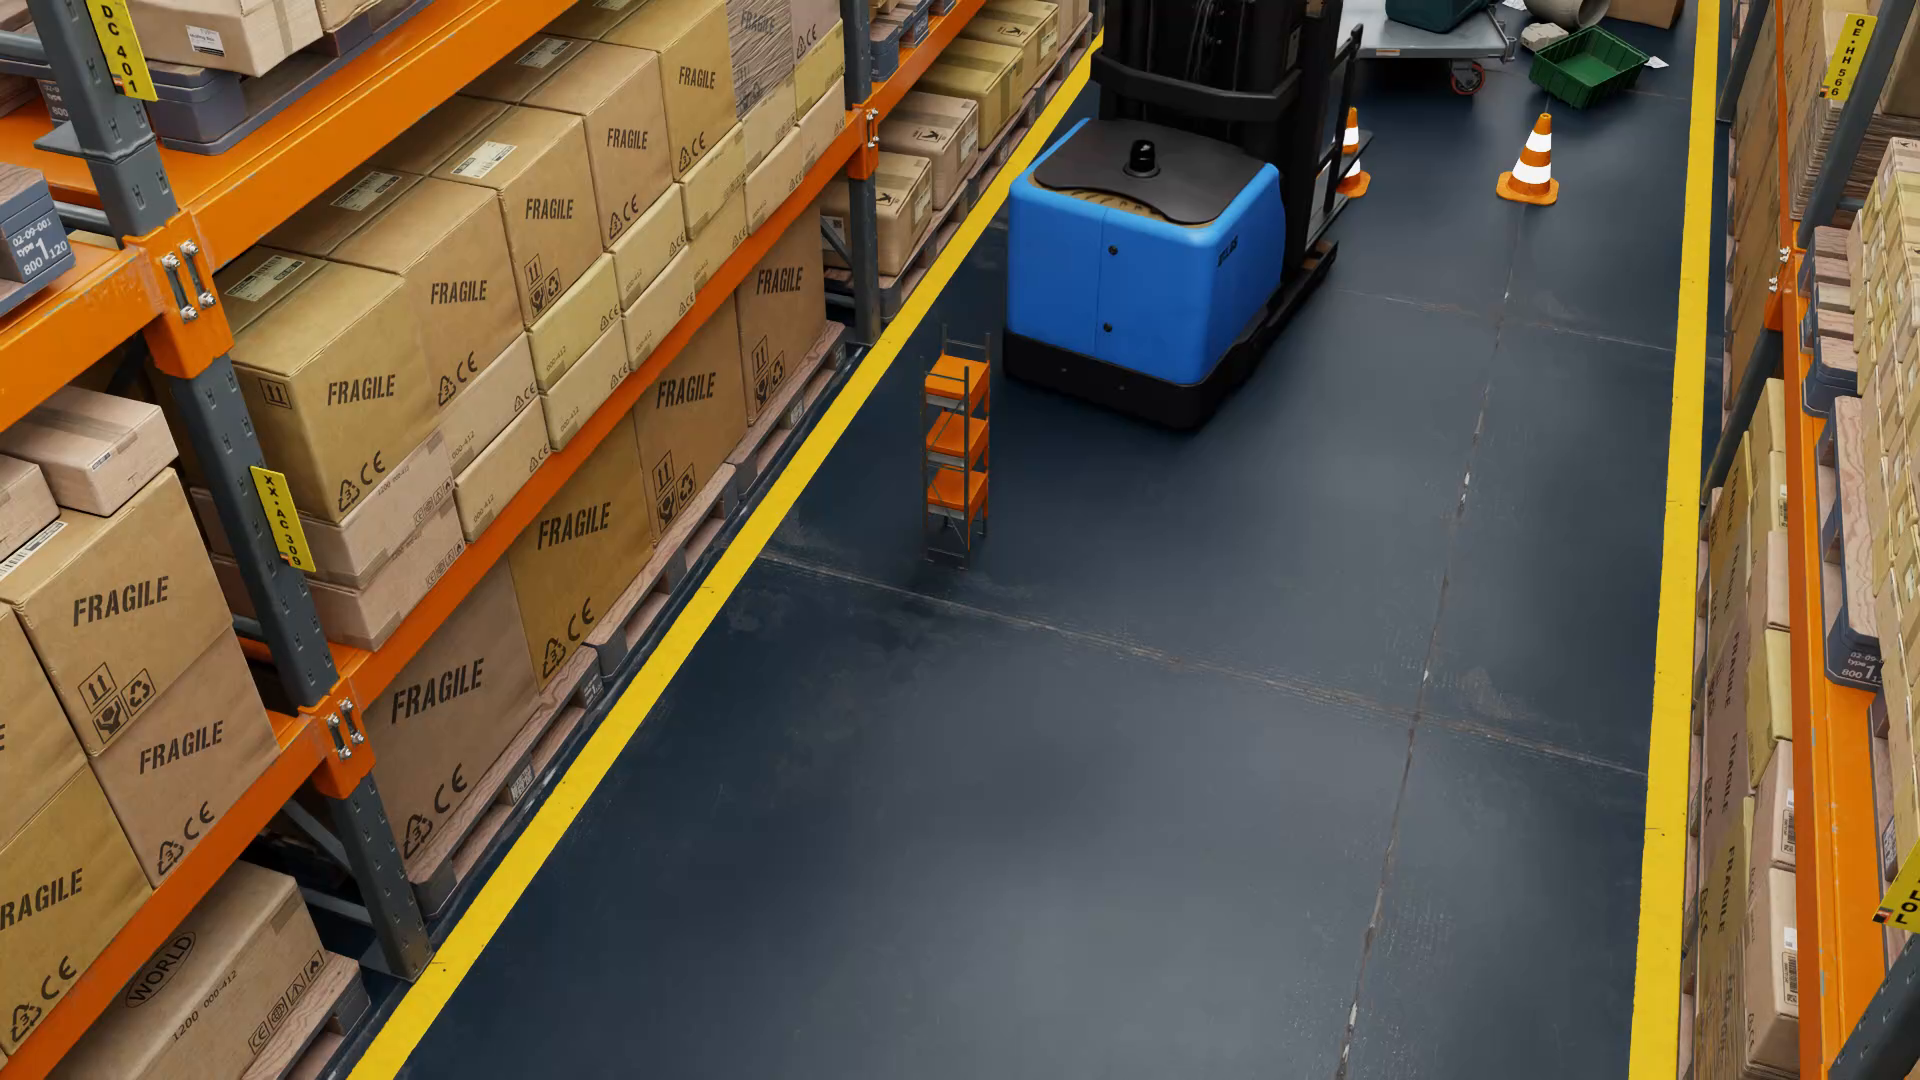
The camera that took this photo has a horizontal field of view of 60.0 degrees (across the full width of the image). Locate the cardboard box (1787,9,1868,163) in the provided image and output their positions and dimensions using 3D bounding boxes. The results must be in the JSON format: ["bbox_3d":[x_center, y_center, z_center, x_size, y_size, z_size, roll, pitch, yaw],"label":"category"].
[{"bbox_3d":[3.869,-1.892,7.080,0.500,0.500,0.500,13,42,15],"label":"cardboard box"}]

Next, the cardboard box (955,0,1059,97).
[{"bbox_3d":[0.057,-3.093,10.265,0.950,0.372,0.625,16,43,18],"label":"cardboard box"}]

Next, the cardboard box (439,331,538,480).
[{"bbox_3d":[-1.692,-0.476,5.228,0.500,0.250,0.500,14,42,16],"label":"cardboard box"}]

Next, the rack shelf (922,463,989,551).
[{"bbox_3d":[-0.018,-0.147,7.058,0.215,0.259,0.240,13,42,15],"label":"rack shelf"}]

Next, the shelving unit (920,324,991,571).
[{"bbox_3d":[-0.018,-0.367,6.871,0.215,1.050,0.252,13,42,15],"label":"shelving unit"}]

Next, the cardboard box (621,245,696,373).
[{"bbox_3d":[-1.315,-0.894,6.102,0.500,0.250,0.500,13,42,14],"label":"cardboard box"}]

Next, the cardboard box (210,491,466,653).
[{"bbox_3d":[-1.861,0.034,5.014,0.500,0.250,0.500,12,42,14],"label":"cardboard box"}]

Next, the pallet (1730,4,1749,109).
[{"bbox_3d":[5.496,-3.041,10.652,1.003,0.211,1.213,13,42,15],"label":"pallet"}]

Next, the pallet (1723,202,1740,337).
[{"bbox_3d":[4.554,-1.361,8.682,1.003,0.211,1.213,13,42,15],"label":"pallet"}]

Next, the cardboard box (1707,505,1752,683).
[{"bbox_3d":[3.145,0.258,6.239,0.500,0.500,0.500,14,42,16],"label":"cardboard box"}]

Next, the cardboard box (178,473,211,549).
[{"bbox_3d":[-2.337,-0.269,4.985,0.500,0.250,0.500,13,42,15],"label":"cardboard box"}]

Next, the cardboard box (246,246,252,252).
[{"bbox_3d":[-2.172,-0.877,5.119,0.500,0.500,0.500,14,42,16],"label":"cardboard box"}]

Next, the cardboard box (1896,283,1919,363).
[{"bbox_3d":[3.096,-0.627,5.086,0.380,0.149,0.250,15,43,17],"label":"cardboard box"}]

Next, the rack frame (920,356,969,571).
[{"bbox_3d":[-0.060,-0.292,6.784,0.200,1.050,0.008,13,42,15],"label":"rack frame"}]

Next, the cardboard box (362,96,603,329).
[{"bbox_3d":[-1.517,-1.058,5.332,0.500,0.500,0.500,12,42,14],"label":"cardboard box"}]

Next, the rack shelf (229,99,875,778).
[{"bbox_3d":[-1.575,-0.759,6.383,1.077,0.370,4.000,13,42,15],"label":"rack shelf"}]

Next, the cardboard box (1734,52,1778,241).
[{"bbox_3d":[4.702,-1.973,8.662,1.050,0.750,0.750,13,42,15],"label":"cardboard box"}]

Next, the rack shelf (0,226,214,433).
[{"bbox_3d":[-2.943,0.539,2.550,1.077,0.370,4.000,13,42,15],"label":"rack shelf"}]

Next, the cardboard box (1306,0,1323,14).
[{"bbox_3d":[2.160,-3.653,10.563,0.500,0.500,0.500,13,42,15],"label":"cardboard box"}]

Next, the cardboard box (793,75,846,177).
[{"bbox_3d":[-0.820,-1.830,7.199,0.500,0.250,0.500,12,42,14],"label":"cardboard box"}]

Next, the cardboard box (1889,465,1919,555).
[{"bbox_3d":[2.825,-0.045,4.632,0.380,0.149,0.250,13,42,15],"label":"cardboard box"}]

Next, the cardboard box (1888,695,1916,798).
[{"bbox_3d":[2.552,0.563,4.149,0.380,0.149,0.250,13,42,15],"label":"cardboard box"}]

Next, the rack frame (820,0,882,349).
[{"bbox_3d":[-0.891,-2.253,7.579,1.000,3.000,0.127,13,42,15],"label":"rack frame"}]

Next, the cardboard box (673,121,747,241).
[{"bbox_3d":[-1.146,-1.404,6.315,0.500,0.250,0.500,12,42,14],"label":"cardboard box"}]

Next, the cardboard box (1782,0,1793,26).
[{"bbox_3d":[4.385,-2.820,8.167,0.500,0.500,0.500,13,42,15],"label":"cardboard box"}]

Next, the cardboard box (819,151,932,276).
[{"bbox_3d":[-0.689,-1.755,8.697,0.950,0.372,0.625,11,42,12],"label":"cardboard box"}]

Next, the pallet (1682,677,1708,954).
[{"bbox_3d":[3.108,1.063,5.842,1.003,0.211,1.213,13,42,15],"label":"pallet"}]

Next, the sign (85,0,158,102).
[{"bbox_3d":[-1.737,-1.059,3.410,0.100,0.325,0.005,13,42,15],"label":"sign"}]

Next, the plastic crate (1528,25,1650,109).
[{"bbox_3d":[3.991,-3.004,10.583,0.662,0.188,0.450,-29,58,-29],"label":"plastic crate"}]

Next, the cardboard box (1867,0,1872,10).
[{"bbox_3d":[4.303,-2.528,7.055,0.700,0.500,0.500,13,42,14],"label":"cardboard box"}]

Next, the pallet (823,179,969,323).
[{"bbox_3d":[-0.623,-1.668,9.043,1.003,0.211,1.213,13,42,15],"label":"pallet"}]

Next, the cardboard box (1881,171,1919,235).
[{"bbox_3d":[3.365,-1.103,5.643,0.380,0.149,0.250,12,42,14],"label":"cardboard box"}]

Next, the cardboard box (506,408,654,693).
[{"bbox_3d":[-1.821,-0.113,6.385,0.875,0.875,0.875,14,43,16],"label":"cardboard box"}]

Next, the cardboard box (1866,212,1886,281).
[{"bbox_3d":[3.350,-0.977,5.725,0.380,0.149,0.250,15,43,17],"label":"cardboard box"}]

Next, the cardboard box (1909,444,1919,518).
[{"bbox_3d":[2.827,-0.150,4.526,0.380,0.149,0.250,11,42,13],"label":"cardboard box"}]

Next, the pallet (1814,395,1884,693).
[{"bbox_3d":[3.157,0.074,5.000,1.003,0.211,1.213,13,42,15],"label":"pallet"}]

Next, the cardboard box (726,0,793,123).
[{"bbox_3d":[-0.990,-1.983,6.416,0.500,0.500,0.500,14,42,16],"label":"cardboard box"}]

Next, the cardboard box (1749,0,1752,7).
[{"bbox_3d":[5.748,-3.926,10.854,0.875,0.875,0.875,14,42,15],"label":"cardboard box"}]

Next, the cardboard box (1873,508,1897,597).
[{"bbox_3d":[2.819,0.078,4.717,0.380,0.149,0.250,15,43,17],"label":"cardboard box"}]

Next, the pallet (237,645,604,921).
[{"bbox_3d":[-2.066,0.760,6.196,1.003,0.211,1.213,13,42,15],"label":"pallet"}]

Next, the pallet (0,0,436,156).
[{"bbox_3d":[-1.992,-1.452,4.477,0.805,0.209,1.217,12,42,13],"label":"pallet"}]

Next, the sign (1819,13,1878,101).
[{"bbox_3d":[3.272,-1.777,6.130,0.100,0.325,0.005,13,42,15],"label":"sign"}]

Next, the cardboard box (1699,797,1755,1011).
[{"bbox_3d":[2.619,1.195,5.141,0.500,0.500,0.500,12,42,14],"label":"cardboard box"}]

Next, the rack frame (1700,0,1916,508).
[{"bbox_3d":[3.795,-1.216,6.364,1.000,3.000,0.127,13,42,15],"label":"rack frame"}]

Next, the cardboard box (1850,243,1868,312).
[{"bbox_3d":[3.360,-0.888,5.850,0.380,0.149,0.250,15,43,17],"label":"cardboard box"}]

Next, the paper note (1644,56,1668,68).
[{"bbox_3d":[4.542,-3.137,10.903,0.147,0.020,0.142,-13,42,-15],"label":"paper note"}]

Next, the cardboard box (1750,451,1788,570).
[{"bbox_3d":[3.158,-0.034,6.003,0.500,0.250,0.500,13,42,15],"label":"cardboard box"}]

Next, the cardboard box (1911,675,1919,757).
[{"bbox_3d":[2.554,0.448,4.054,0.380,0.149,0.250,15,43,17],"label":"cardboard box"}]

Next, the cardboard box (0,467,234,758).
[{"bbox_3d":[-2.161,0.118,3.954,0.500,0.500,0.500,13,42,15],"label":"cardboard box"}]

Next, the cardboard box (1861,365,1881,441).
[{"bbox_3d":[3.089,-0.396,5.273,0.380,0.149,0.250,15,43,16],"label":"cardboard box"}]

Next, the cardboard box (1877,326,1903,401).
[{"bbox_3d":[3.090,-0.508,5.175,0.380,0.149,0.250,13,42,15],"label":"cardboard box"}]

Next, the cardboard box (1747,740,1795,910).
[{"bbox_3d":[2.633,0.909,4.898,0.500,0.250,0.500,15,43,17],"label":"cardboard box"}]

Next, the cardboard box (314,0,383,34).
[{"bbox_3d":[-1.685,-1.625,4.132,0.500,0.500,0.500,13,42,14],"label":"cardboard box"}]

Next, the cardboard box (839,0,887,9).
[{"bbox_3d":[-0.520,-2.787,7.576,0.500,0.500,0.500,12,42,14],"label":"cardboard box"}]

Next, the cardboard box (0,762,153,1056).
[{"bbox_3d":[-2.348,0.803,3.920,0.500,0.500,0.500,12,42,14],"label":"cardboard box"}]

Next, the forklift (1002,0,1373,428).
[{"bbox_3d":[1.370,-2.578,8.014,1.130,2.935,3.031,20,44,22],"label":"forklift"}]
